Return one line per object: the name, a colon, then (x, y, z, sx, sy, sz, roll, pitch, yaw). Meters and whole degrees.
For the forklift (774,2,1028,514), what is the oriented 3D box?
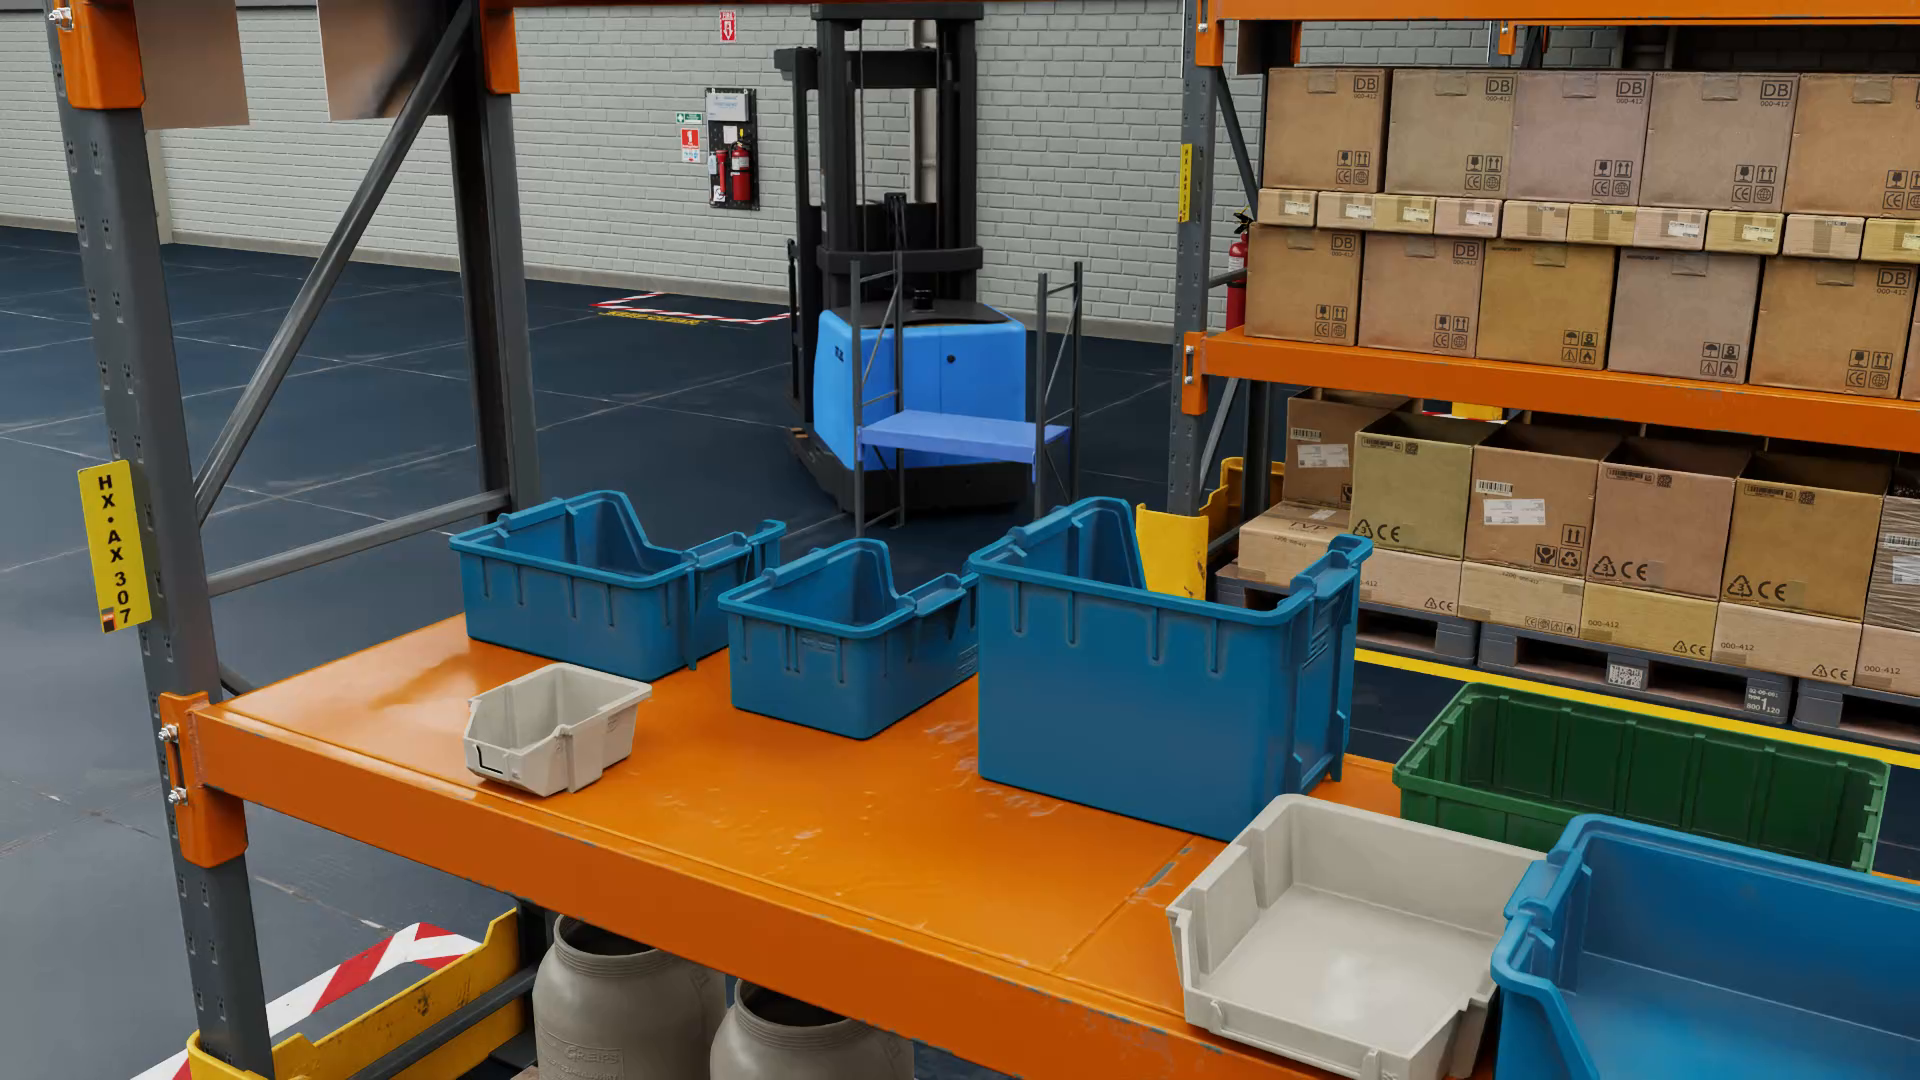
forklift: (-0.504, -1.934, 10.205, 1.130, 2.935, 3.031, -5, 17, -15)

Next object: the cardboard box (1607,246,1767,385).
cardboard box: (2.974, -0.955, 6.692, 0.500, 0.500, 0.700, 11, 20, 32)

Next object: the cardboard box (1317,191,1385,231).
cardboard box: (1.710, -1.422, 7.113, 0.250, 0.149, 0.380, 10, 19, 29)

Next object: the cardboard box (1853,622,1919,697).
cardboard box: (3.740, 0.412, 6.372, 0.500, 0.250, 0.500, 10, 20, 30)

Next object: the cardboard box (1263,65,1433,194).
cardboard box: (1.698, -1.802, 7.250, 0.500, 0.500, 0.700, 10, 20, 30)

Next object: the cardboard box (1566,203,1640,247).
cardboard box: (2.582, -1.266, 6.600, 0.250, 0.149, 0.380, 10, 19, 29)

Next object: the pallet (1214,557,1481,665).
pallet: (1.935, 0.224, 7.780, 1.213, 0.211, 1.003, 10, 20, 30)

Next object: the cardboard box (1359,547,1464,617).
cardboard box: (2.030, 0.110, 7.365, 0.500, 0.250, 0.500, 10, 20, 30)

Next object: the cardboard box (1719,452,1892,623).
cardboard box: (3.313, -0.022, 6.512, 0.500, 0.500, 0.500, 10, 20, 30)

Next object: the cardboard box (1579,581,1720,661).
cardboard box: (2.880, 0.264, 6.860, 0.500, 0.250, 0.500, 10, 20, 30)

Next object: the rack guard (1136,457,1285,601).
rack guard: (1.241, -0.024, 8.099, 0.348, 0.500, 1.175, 10, 20, 30)

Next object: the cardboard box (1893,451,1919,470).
cardboard box: (4.009, -0.074, 6.682, 0.500, 0.500, 0.500, 10, 20, 30)

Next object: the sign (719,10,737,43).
sign: (-2.253, -4.984, 16.141, 0.199, 0.298, 0.001, 10, 20, 30)

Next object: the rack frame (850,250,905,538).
rack frame: (-0.426, -0.736, 8.724, 0.032, 1.500, 0.500, 8, 19, 25)

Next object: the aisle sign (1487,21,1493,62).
aisle sign: (3.633, -3.624, 11.178, 0.004, 0.787, 0.394, 10, 20, 30)

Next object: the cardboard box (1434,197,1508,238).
cardboard box: (2.136, -1.345, 6.859, 0.250, 0.149, 0.380, 10, 19, 29)

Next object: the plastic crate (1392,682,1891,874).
plastic crate: (1.066, 0.444, 2.625, 0.662, 0.188, 0.450, 10, 20, 30)

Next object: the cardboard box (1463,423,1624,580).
cardboard box: (2.462, -0.175, 7.015, 0.500, 0.500, 0.500, 10, 20, 30)

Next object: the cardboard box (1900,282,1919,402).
cardboard box: (3.836, -0.800, 6.182, 0.500, 0.500, 0.700, 10, 20, 29)

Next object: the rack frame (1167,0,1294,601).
rack frame: (1.262, -1.216, 7.724, 0.127, 3.000, 1.000, 10, 20, 30)

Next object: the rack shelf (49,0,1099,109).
rack shelf: (0.371, -0.777, 2.354, 4.000, 0.370, 1.077, 10, 20, 30)

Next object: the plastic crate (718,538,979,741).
plastic crate: (-0.200, 0.183, 3.372, 0.408, 0.251, 0.499, 10, 20, 30)

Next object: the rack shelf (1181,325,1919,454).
rack shelf: (2.966, -0.568, 6.827, 4.000, 0.370, 1.077, 10, 20, 30)

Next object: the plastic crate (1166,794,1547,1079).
plastic crate: (0.559, 0.560, 2.329, 0.437, 0.136, 0.530, 10, 20, 30)

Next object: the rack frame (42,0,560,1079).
rack frame: (-1.334, 0.010, 3.687, 0.127, 3.000, 1.000, 10, 20, 30)

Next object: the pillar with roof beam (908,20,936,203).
pillar with roof beam: (-2.465, -5.268, 10.742, 0.400, 9.000, 9.100, 10, 20, 30)

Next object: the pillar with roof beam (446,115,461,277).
pillar with roof beam: (-7.578, -6.181, 13.746, 0.400, 9.000, 9.100, 10, 20, 30)

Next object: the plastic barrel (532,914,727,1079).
plastic barrel: (-0.733, 1.081, 3.720, 0.421, 0.512, 0.421, 0, 17, 0)

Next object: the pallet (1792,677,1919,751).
pallet: (4.015, 0.595, 6.559, 1.213, 0.211, 1.003, 10, 20, 30)

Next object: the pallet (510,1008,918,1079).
pallet: (-0.555, 1.469, 3.681, 1.213, 0.211, 1.003, 10, 20, 30)

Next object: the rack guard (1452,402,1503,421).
rack guard: (3.916, -1.236, 12.090, 0.348, 0.500, 1.175, 10, 20, 30)

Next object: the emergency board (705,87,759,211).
emergency board: (-2.298, -3.849, 16.392, 0.643, 1.169, 0.194, 10, 20, 30)

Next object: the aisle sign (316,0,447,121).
aisle sign: (-1.239, -1.318, 3.587, 0.004, 0.787, 0.394, 10, 20, 30)

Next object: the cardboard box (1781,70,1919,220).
cardboard box: (3.431, -1.495, 6.238, 0.500, 0.500, 0.700, 10, 20, 30)

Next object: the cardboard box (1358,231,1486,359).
cardboard box: (2.103, -1.111, 7.206, 0.500, 0.500, 0.700, 11, 20, 31)

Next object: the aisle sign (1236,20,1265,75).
aisle sign: (1.360, -2.543, 7.618, 0.004, 0.787, 0.394, 10, 20, 30)

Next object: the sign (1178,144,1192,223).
sign: (0.966, -1.532, 7.137, 0.005, 0.325, 0.100, 10, 20, 30)

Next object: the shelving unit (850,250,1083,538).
shelving unit: (0.032, -0.672, 8.512, 1.048, 1.500, 0.538, 8, 19, 25)

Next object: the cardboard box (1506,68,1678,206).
cardboard box: (2.579, -1.647, 6.739, 0.500, 0.500, 0.700, 10, 20, 30)

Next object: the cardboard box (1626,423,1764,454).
cardboard box: (3.160, -0.227, 7.187, 0.500, 0.500, 0.500, 10, 20, 30)

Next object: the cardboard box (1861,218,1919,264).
cardboard box: (3.460, -1.109, 6.085, 0.250, 0.149, 0.380, 10, 20, 30)

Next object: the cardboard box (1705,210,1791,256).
cardboard box: (3.017, -1.187, 6.341, 0.250, 0.149, 0.380, 11, 20, 32)

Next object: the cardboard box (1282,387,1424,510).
cardboard box: (1.875, -0.452, 7.928, 0.500, 0.500, 0.500, 10, 20, 30)
